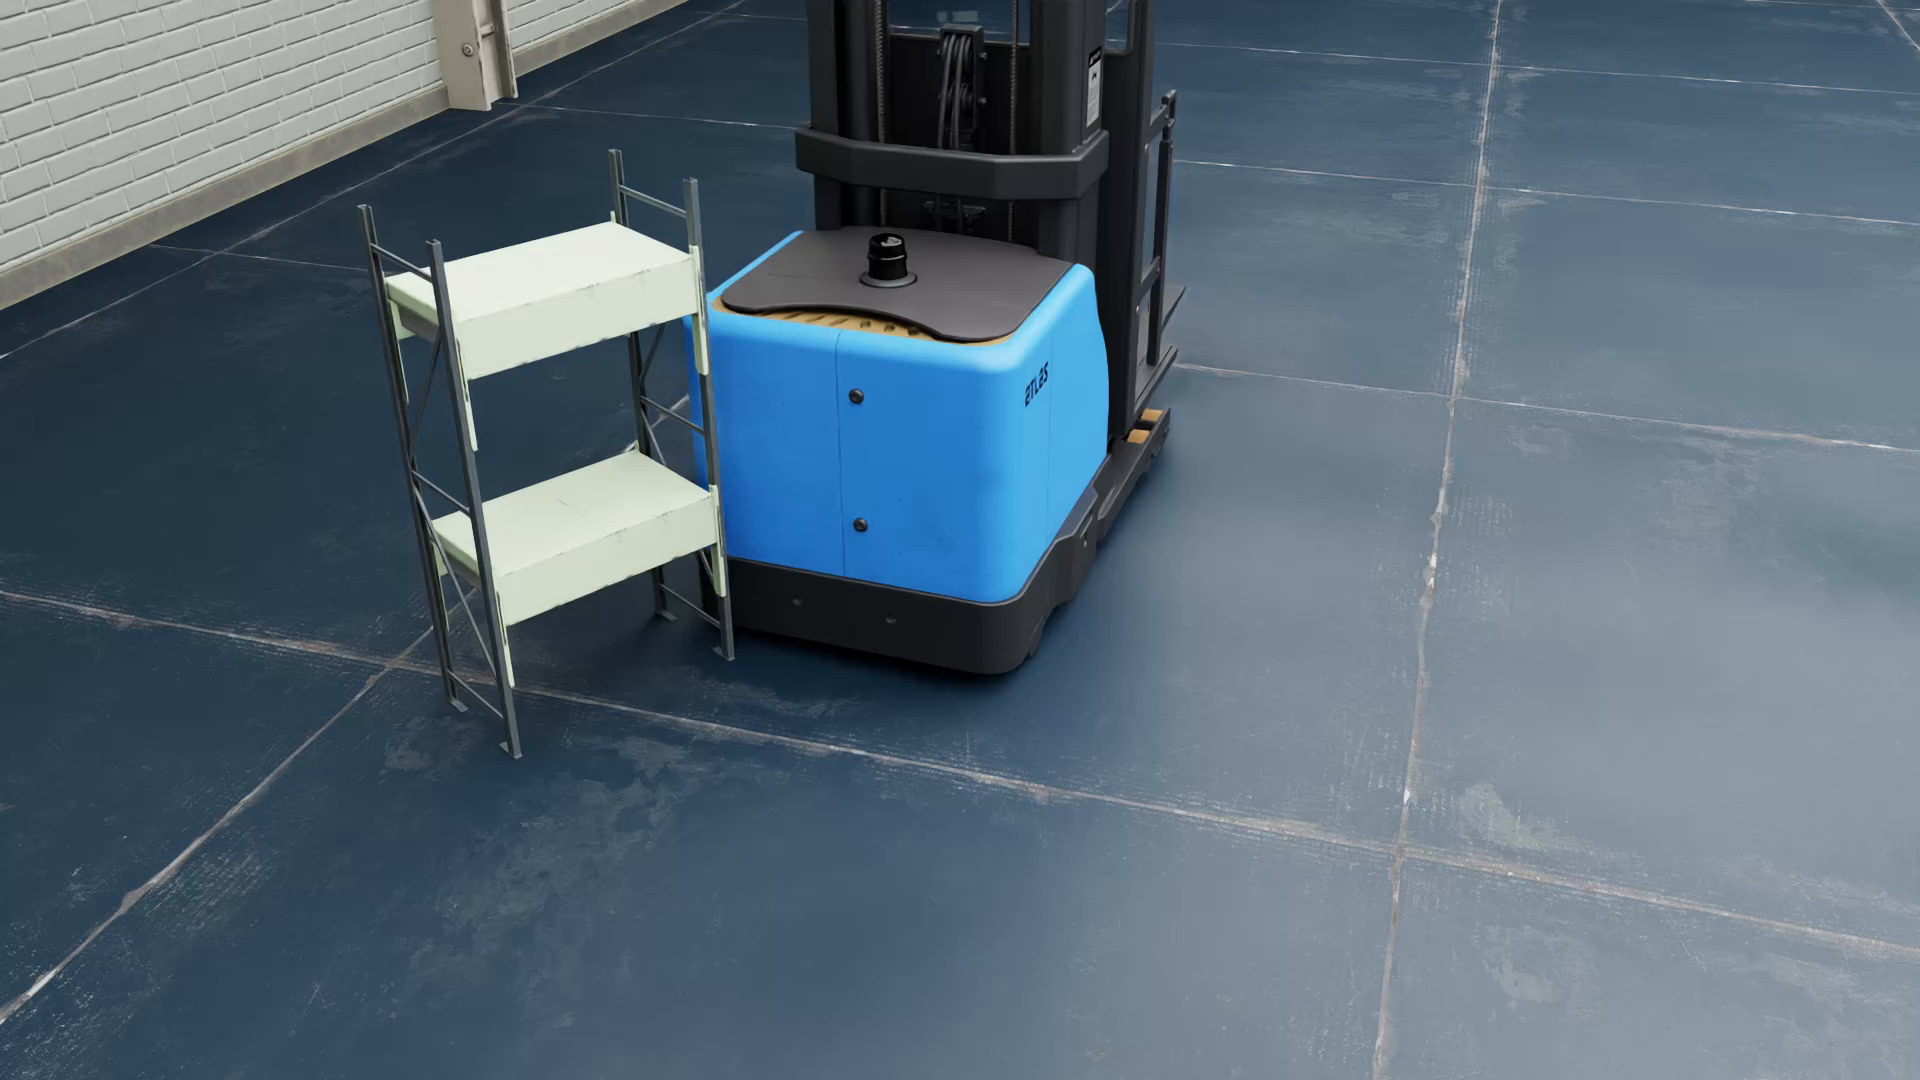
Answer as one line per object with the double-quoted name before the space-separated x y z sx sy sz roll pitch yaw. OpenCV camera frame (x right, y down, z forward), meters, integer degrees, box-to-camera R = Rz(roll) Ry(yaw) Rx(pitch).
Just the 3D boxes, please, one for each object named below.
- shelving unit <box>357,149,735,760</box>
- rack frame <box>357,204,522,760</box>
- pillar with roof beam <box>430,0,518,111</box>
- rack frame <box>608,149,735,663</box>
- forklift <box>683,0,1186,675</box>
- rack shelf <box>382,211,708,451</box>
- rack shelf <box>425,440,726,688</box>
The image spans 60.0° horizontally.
"shelving unit" -1.101 -0.235 4.630 0.755 1.500 0.431 -24 37 -36
"rack frame" -1.370 -0.114 4.413 0.023 1.500 0.400 -24 37 -36
"pillar with roof beam" 0.977 -6.198 7.635 9.100 9.000 0.400 8 30 15
"rack frame" -0.832 -0.356 4.847 0.023 1.500 0.400 -24 37 -36
"forklift" 0.165 -1.586 5.586 1.130 2.935 3.031 10 31 17
"rack shelf" -1.101 -0.576 4.440 0.720 0.370 0.431 -24 37 -36
"rack shelf" -1.101 0.050 4.789 0.720 0.370 0.431 -24 37 -36
